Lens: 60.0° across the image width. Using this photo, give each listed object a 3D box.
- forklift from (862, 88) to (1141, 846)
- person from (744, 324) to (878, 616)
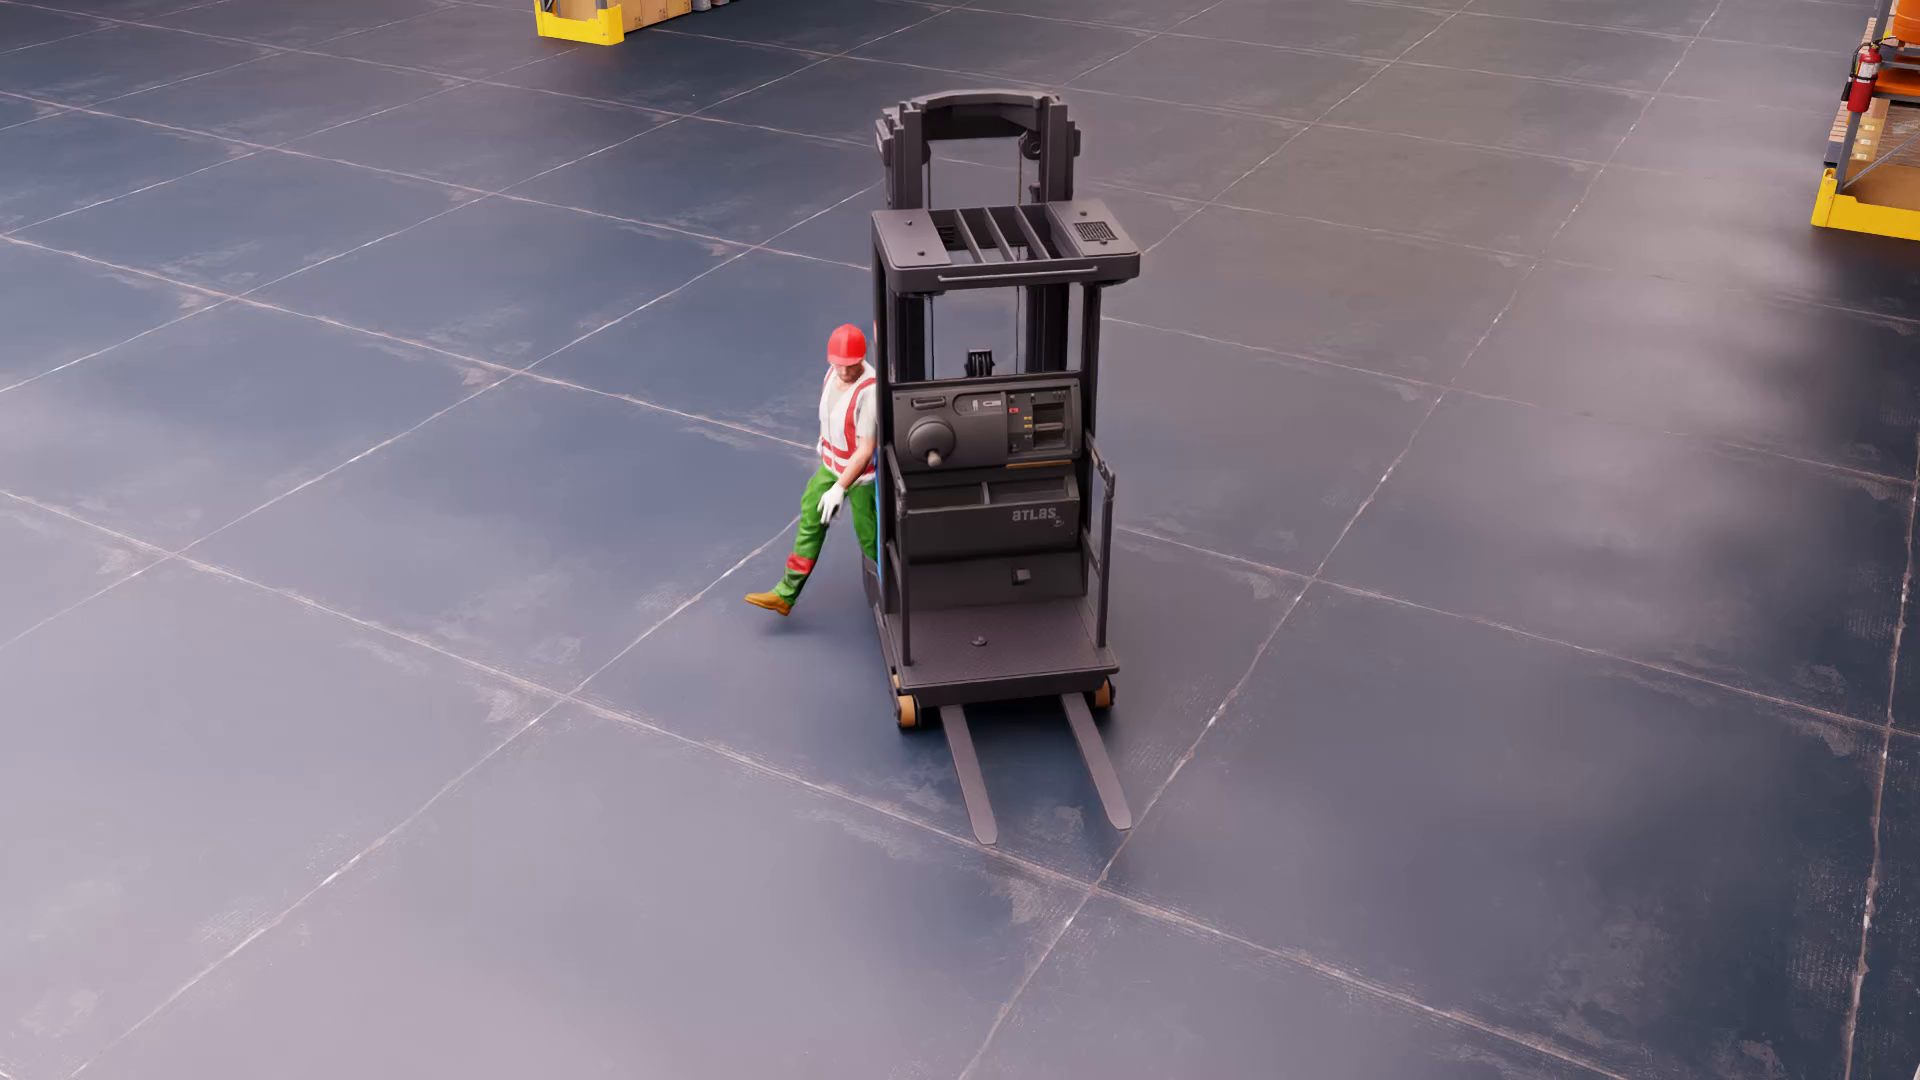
[{"bbox_3d":[0.175,-0.520,7.971,1.130,2.935,3.031,-5,30,-8],"label":"forklift"},{"bbox_3d":[-0.704,-0.335,8.899,0.980,1.757,0.720,-23,37,-34],"label":"person"}]
